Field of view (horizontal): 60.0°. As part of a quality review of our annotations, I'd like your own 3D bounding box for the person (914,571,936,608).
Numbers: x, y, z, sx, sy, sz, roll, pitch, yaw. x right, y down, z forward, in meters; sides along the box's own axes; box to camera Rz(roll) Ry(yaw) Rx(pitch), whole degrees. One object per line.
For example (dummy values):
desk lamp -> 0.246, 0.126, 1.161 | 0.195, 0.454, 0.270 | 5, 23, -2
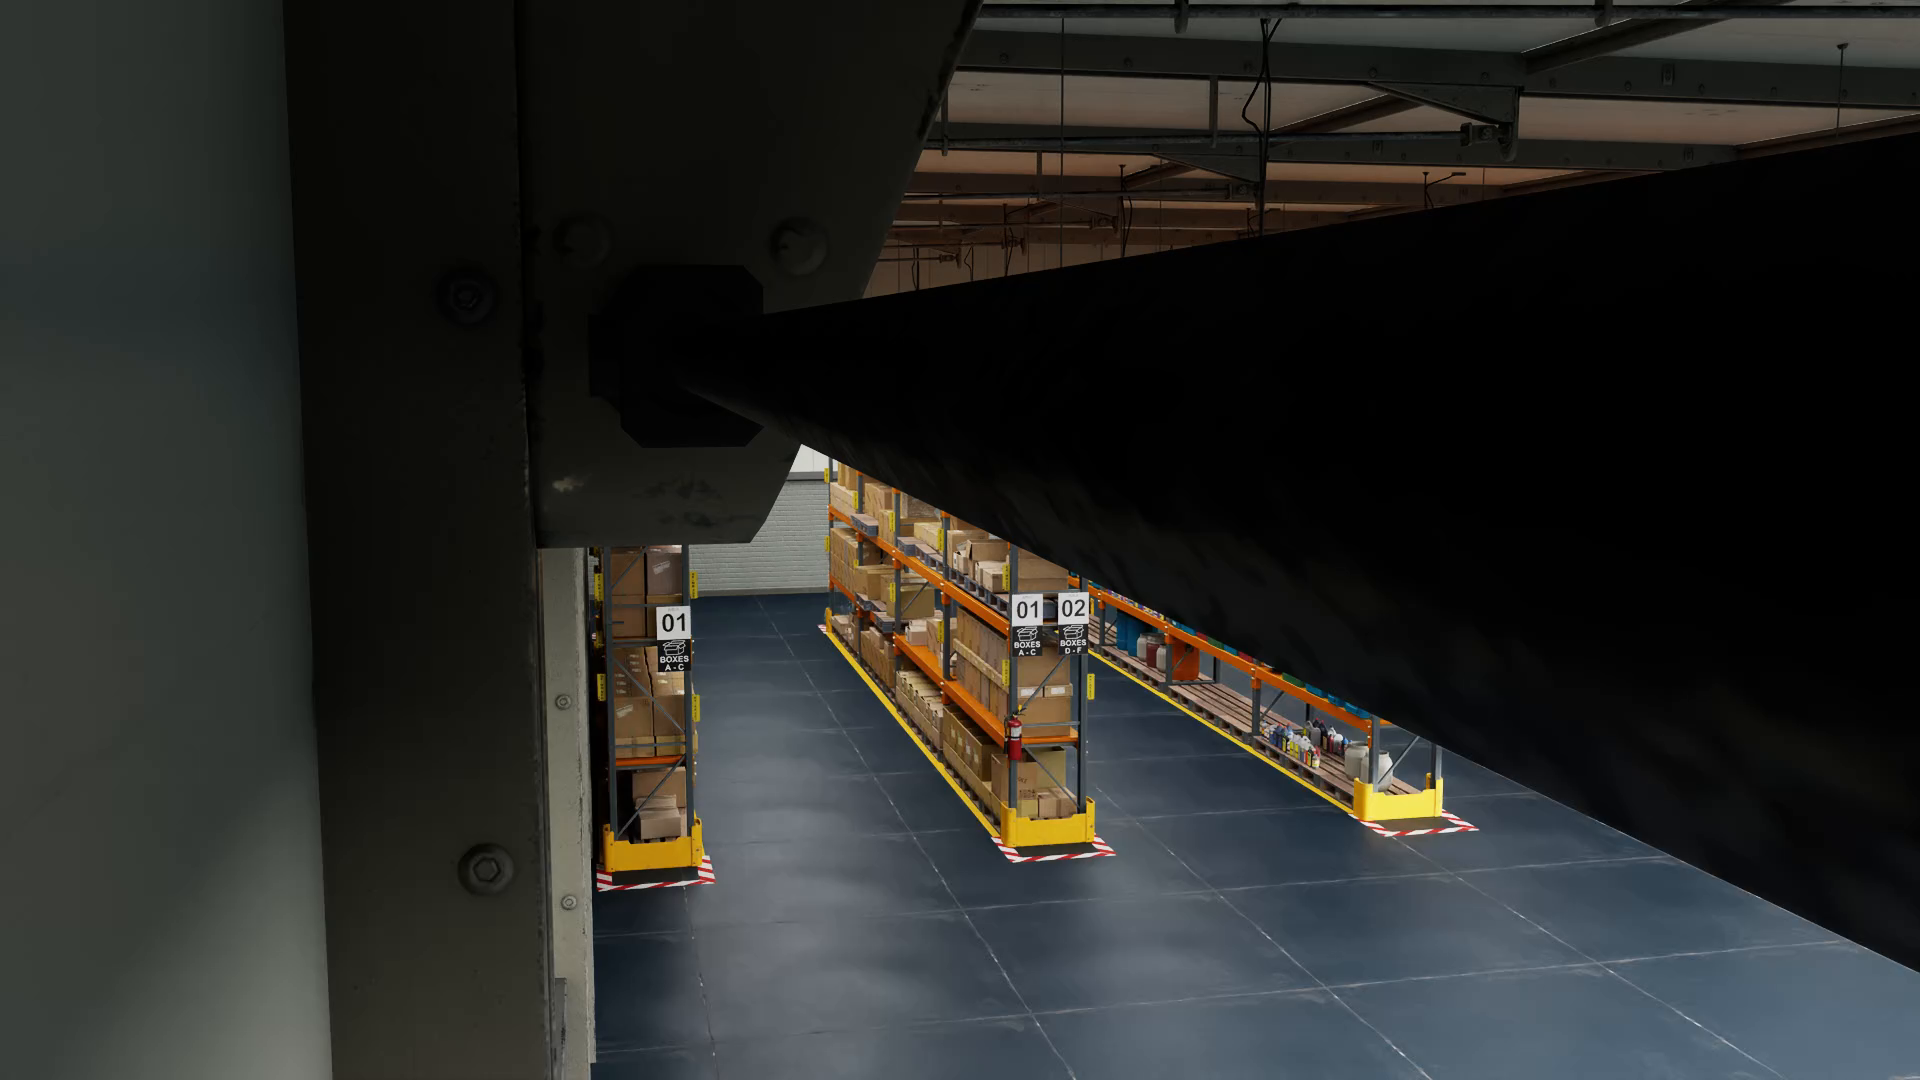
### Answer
person -> -0.806, 1.134, 37.166 | 0.520, 1.628, 0.597 | 3, 8, 27
